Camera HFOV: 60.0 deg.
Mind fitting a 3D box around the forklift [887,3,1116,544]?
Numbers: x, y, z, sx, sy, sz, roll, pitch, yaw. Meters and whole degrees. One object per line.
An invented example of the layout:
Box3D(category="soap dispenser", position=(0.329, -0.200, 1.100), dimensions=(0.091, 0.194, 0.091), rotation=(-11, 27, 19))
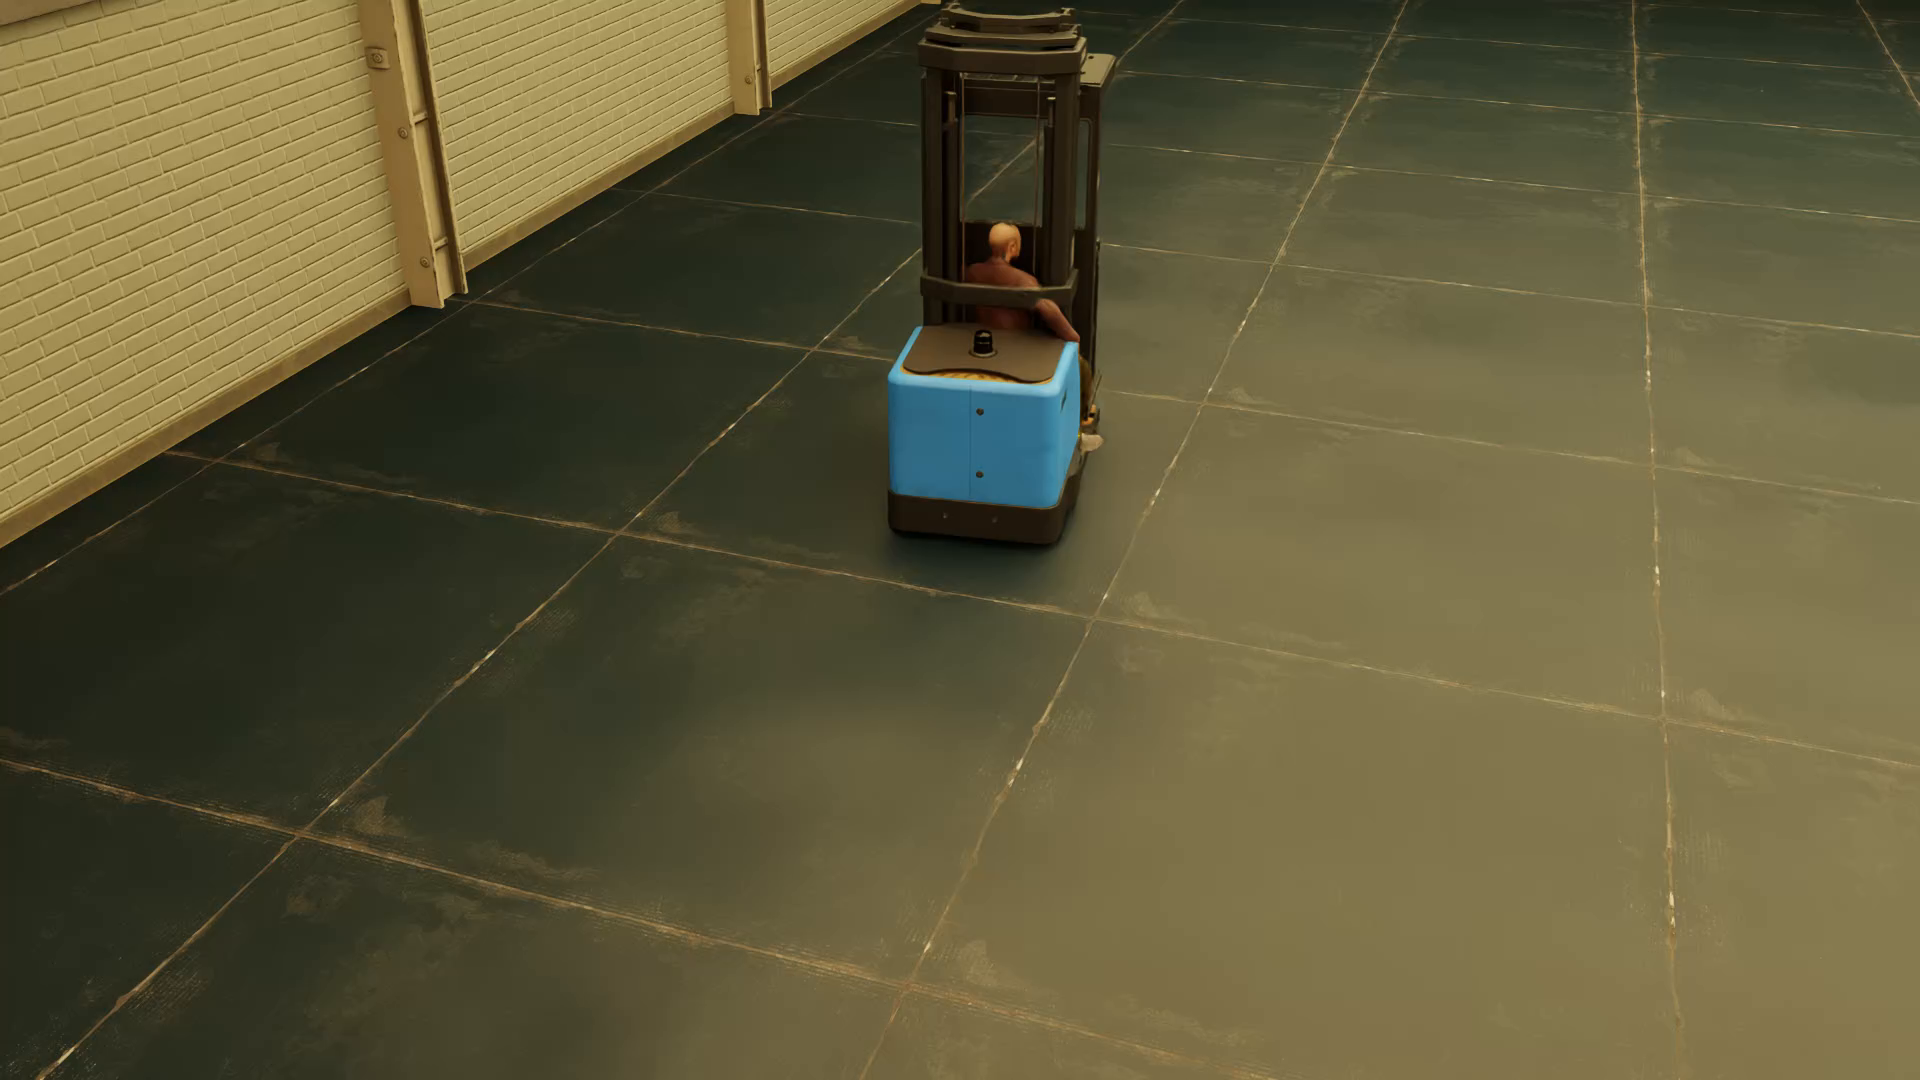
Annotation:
Box3D(category="forklift", position=(0.355, -1.962, 10.579), dimensions=(1.130, 2.935, 3.031), rotation=(6, 30, 10))

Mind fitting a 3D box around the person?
Box3D(category="person", position=(0.424, -1.225, 10.526), dimensions=(0.712, 1.679, 0.989), rotation=(-20, 35, -31))
